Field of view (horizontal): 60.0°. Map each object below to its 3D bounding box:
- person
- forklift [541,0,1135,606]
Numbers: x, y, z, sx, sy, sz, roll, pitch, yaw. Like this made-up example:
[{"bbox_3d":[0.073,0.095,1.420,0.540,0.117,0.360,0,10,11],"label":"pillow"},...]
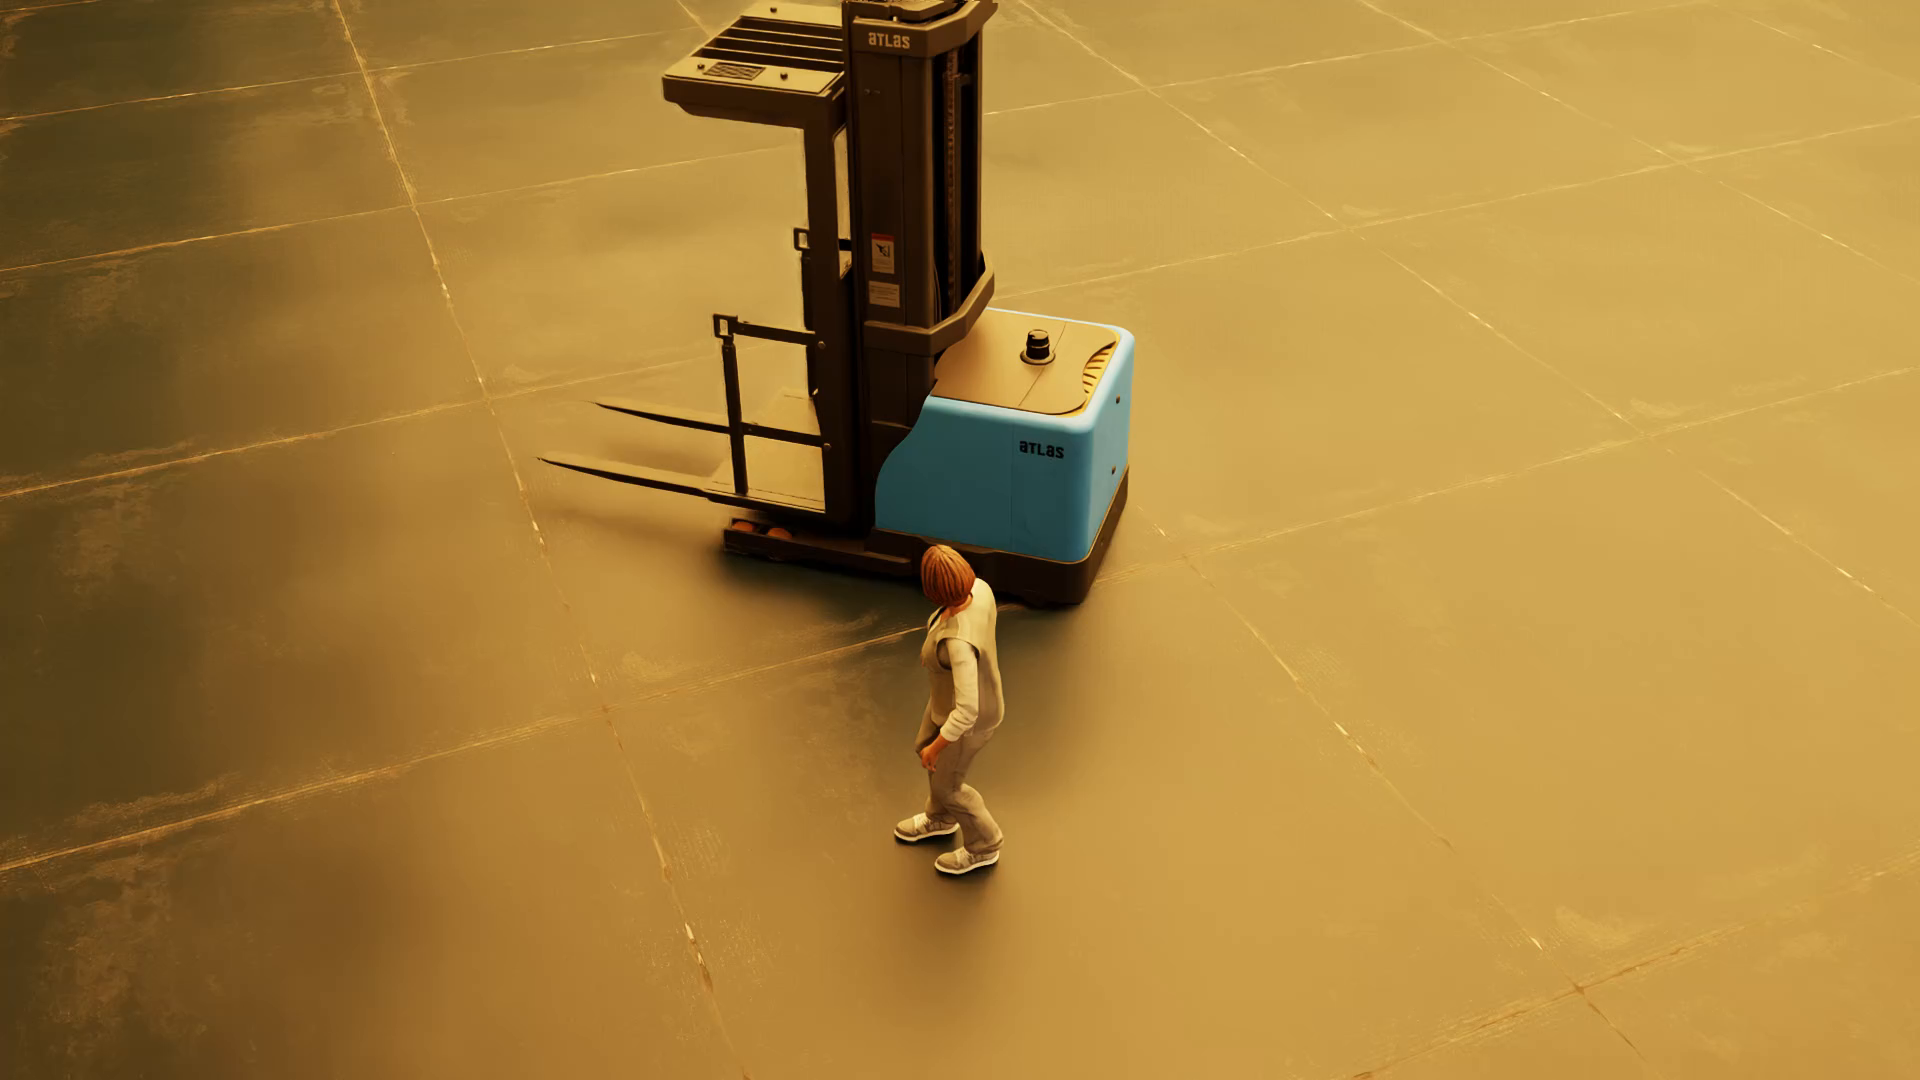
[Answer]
[{"bbox_3d":[-0.045,0.666,6.341,0.447,1.575,0.608,-1,35,-2],"label":"person"},{"bbox_3d":[-0.693,-1.367,8.022,3.031,2.935,1.130,10,37,14],"label":"forklift"}]
